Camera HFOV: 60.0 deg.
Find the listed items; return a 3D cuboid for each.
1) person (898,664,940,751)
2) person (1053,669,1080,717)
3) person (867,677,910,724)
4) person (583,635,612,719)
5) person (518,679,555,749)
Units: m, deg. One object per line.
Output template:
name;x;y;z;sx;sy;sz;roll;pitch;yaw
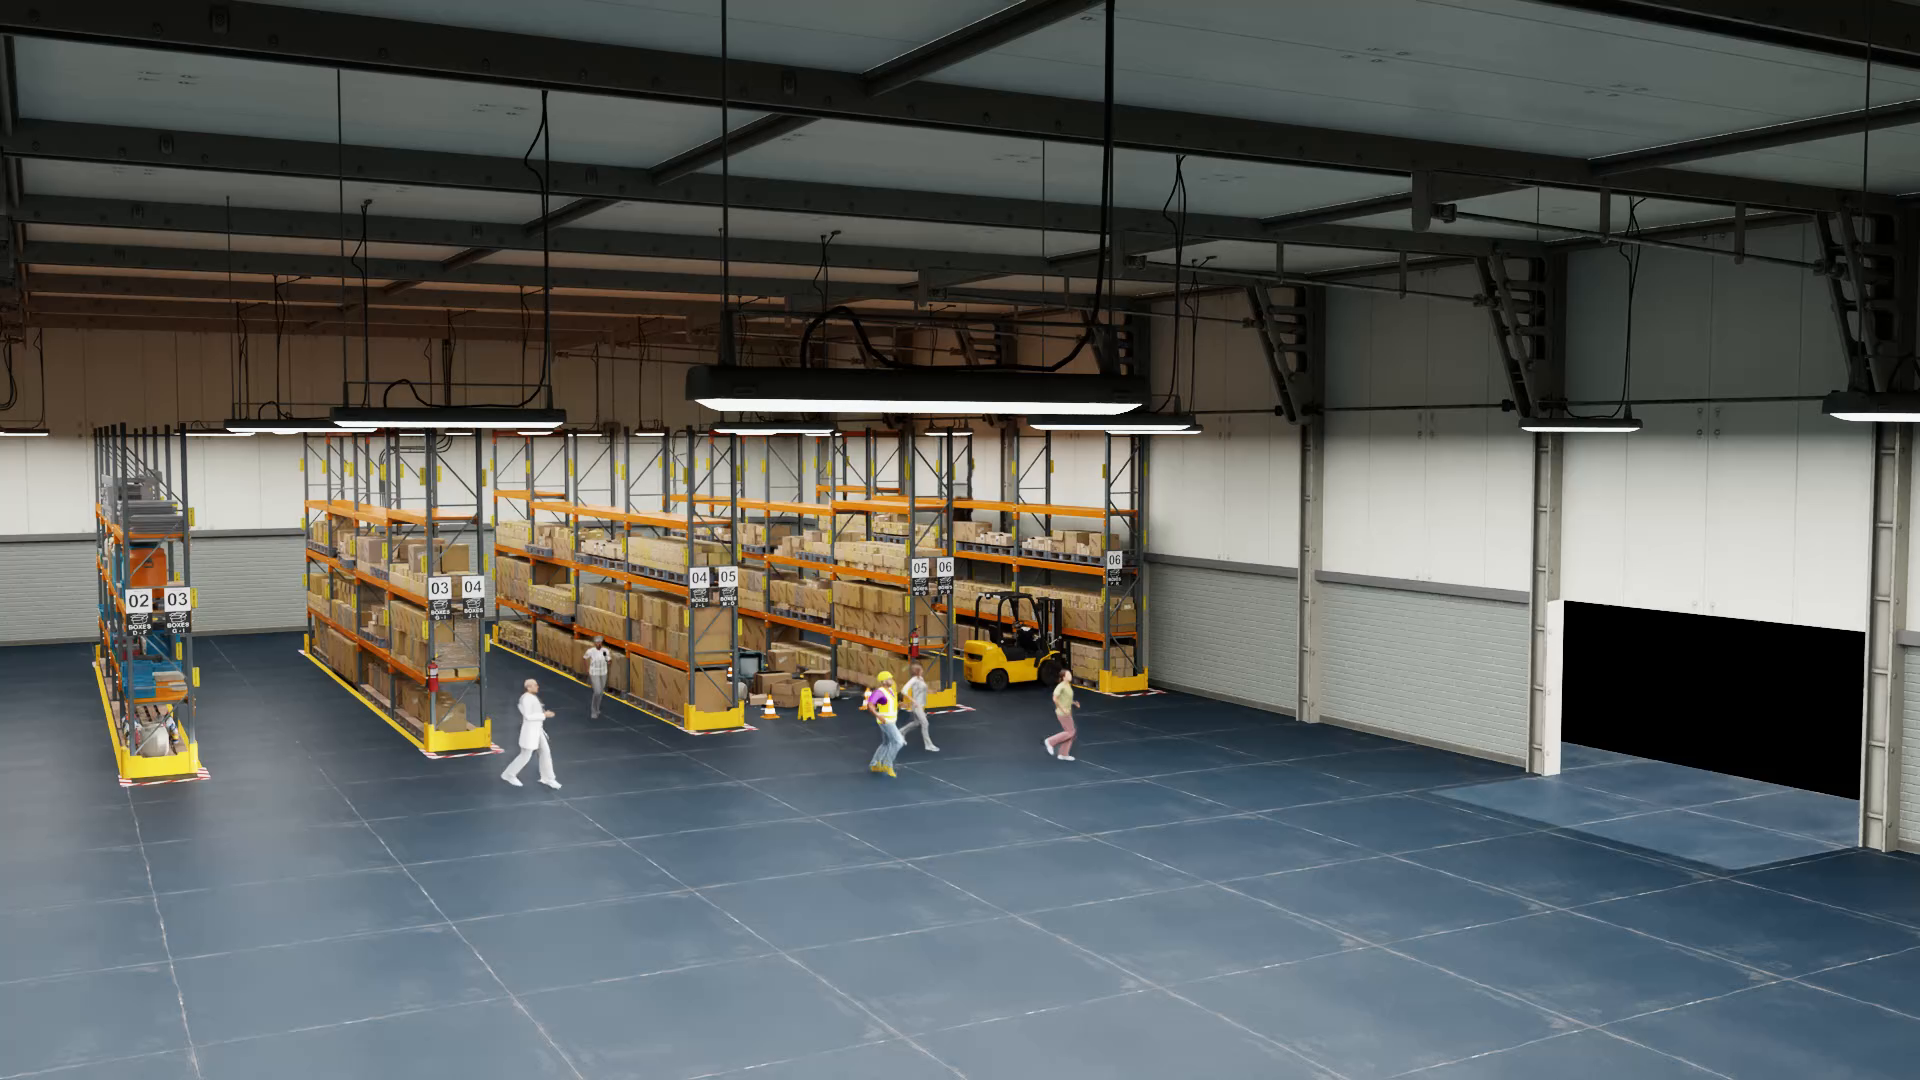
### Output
person;-0.785;3.071;30.497;0.893;1.557;0.539;1;4;17
person;1.920;2.712;29.706;0.417;0.834;0.574;1;4;18
person;-1.198;2.695;28.275;0.663;0.844;0.675;1;3;9
person;-7.482;2.810;34.326;0.531;1.730;0.570;-2;4;-33
person;-6.941;2.831;27.142;0.701;1.133;0.697;0;3;0
